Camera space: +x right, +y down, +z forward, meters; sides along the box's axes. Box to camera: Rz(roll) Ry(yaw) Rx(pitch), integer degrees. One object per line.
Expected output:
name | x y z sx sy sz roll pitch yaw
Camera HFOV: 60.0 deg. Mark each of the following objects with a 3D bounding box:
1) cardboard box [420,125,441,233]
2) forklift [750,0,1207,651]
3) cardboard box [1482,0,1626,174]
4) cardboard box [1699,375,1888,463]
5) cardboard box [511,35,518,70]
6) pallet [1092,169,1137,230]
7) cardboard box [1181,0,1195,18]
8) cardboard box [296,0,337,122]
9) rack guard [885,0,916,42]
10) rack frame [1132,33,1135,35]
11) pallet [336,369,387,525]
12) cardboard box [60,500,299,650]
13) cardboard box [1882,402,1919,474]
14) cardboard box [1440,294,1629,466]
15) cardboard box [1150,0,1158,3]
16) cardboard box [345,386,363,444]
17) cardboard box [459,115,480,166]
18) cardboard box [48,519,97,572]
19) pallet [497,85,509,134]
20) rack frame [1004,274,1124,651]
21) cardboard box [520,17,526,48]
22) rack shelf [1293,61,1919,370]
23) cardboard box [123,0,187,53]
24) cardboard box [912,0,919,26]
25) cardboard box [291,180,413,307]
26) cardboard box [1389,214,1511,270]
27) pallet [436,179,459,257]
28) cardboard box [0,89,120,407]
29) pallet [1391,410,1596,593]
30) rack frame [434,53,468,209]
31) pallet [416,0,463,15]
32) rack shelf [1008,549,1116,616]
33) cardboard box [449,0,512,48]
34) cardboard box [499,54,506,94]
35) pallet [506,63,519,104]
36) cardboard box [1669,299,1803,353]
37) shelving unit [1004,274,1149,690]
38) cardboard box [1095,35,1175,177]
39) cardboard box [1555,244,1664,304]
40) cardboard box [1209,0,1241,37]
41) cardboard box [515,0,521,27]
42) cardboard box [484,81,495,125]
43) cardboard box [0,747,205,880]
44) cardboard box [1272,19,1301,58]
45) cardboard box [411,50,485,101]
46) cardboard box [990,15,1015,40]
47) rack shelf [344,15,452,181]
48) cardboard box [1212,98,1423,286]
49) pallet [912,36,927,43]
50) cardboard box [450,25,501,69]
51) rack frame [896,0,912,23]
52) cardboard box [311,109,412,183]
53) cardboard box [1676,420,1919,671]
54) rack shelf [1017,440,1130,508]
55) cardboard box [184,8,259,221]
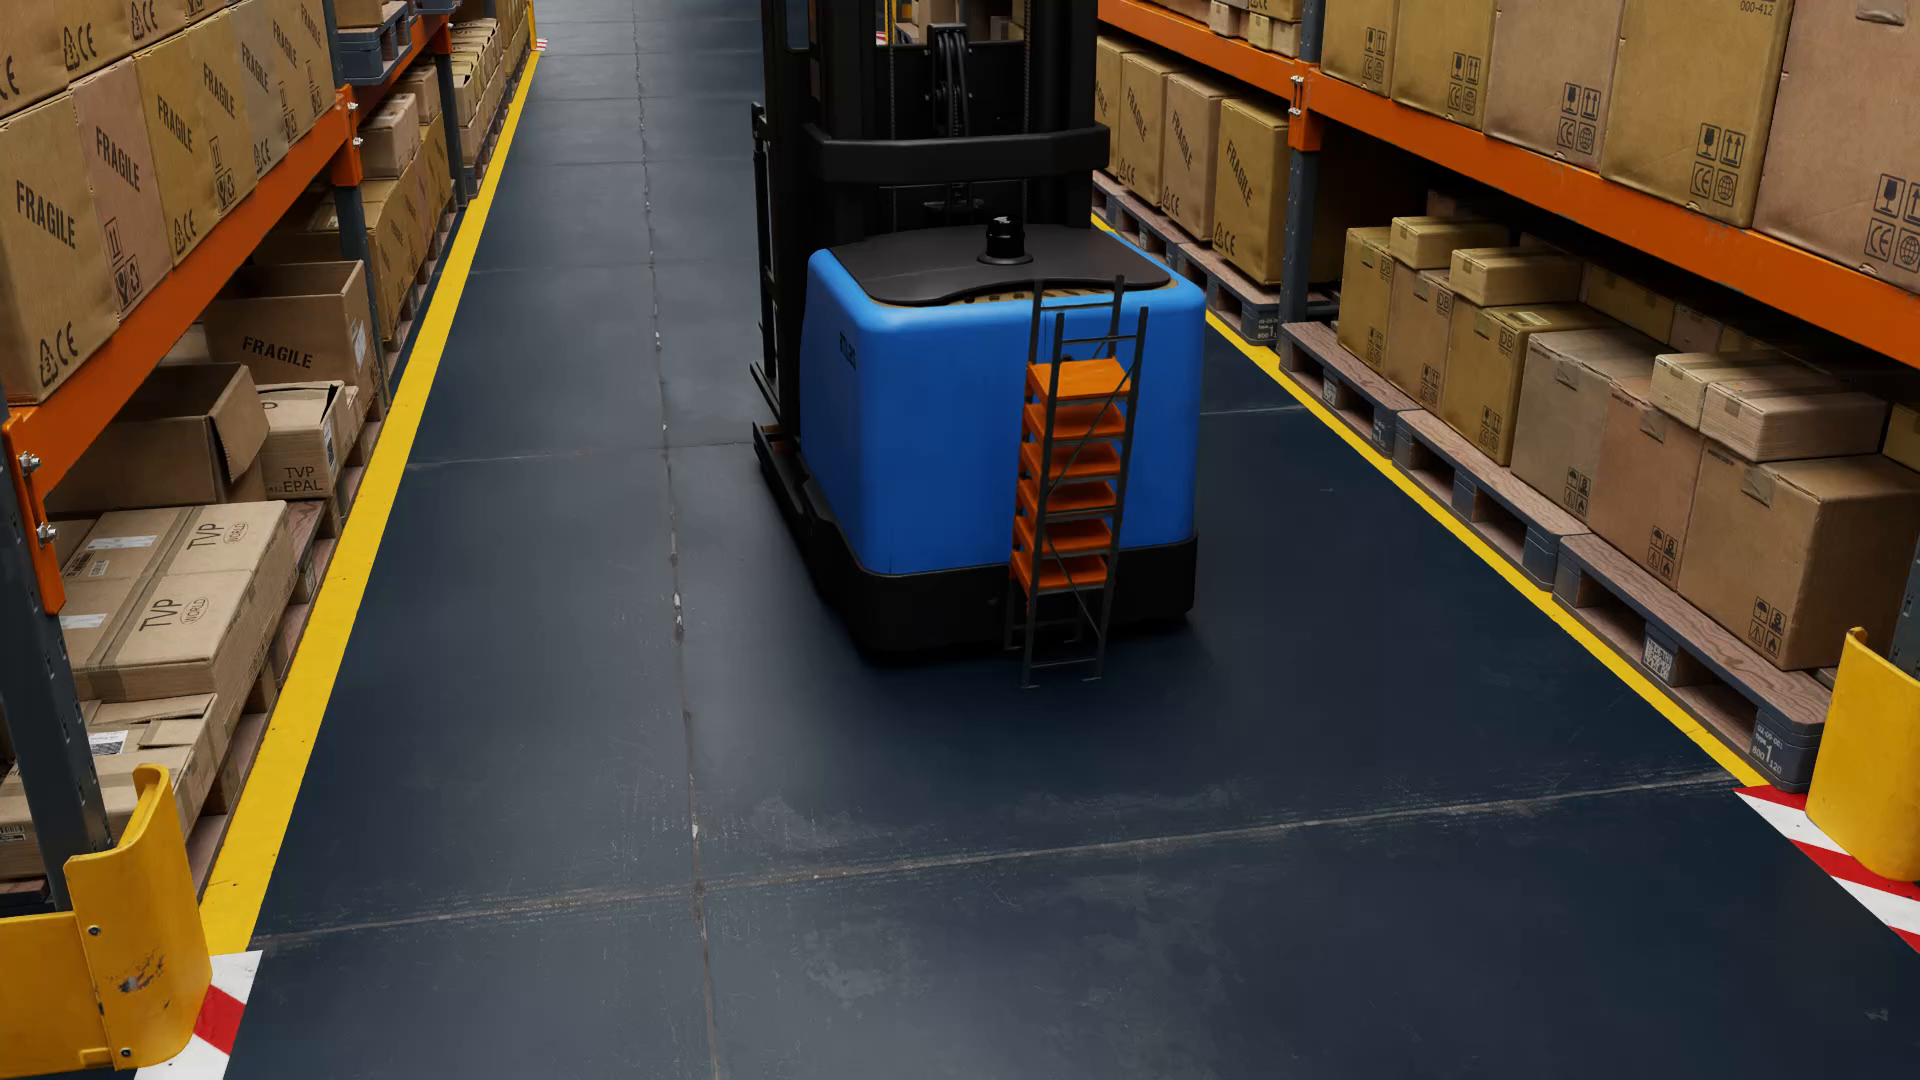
cardboard box | -3.138 -1.967 9.079 0.500 0.500 0.500 -5 24 -12
forklift | -0.166 -1.583 5.713 1.130 2.935 3.031 -6 24 -14
cardboard box | 2.328 -1.609 5.313 0.980 0.700 0.700 -5 24 -12
cardboard box | 2.280 -0.335 4.558 0.380 0.149 0.250 -5 24 -10
cardboard box | -4.252 -4.372 14.924 0.500 0.250 0.500 -4 24 -10
pallet | 1.302 -2.239 10.614 1.003 0.211 1.213 -4 24 -10
cardboard box | 1.400 -2.874 8.871 0.380 0.149 0.250 -4 24 -8
cardboard box | -2.553 -1.760 5.906 0.500 0.500 0.500 -4 24 -9
rack guard | -0.234 -5.804 18.415 1.175 0.500 0.348 -4 24 -10
rack frame | 1.231 -3.833 10.778 1.000 3.000 0.127 -4 24 -10
pallet | -2.771 -0.343 6.273 1.003 0.211 1.213 -4 24 -10
cardboard box | -2.164 0.112 4.631 0.500 0.250 0.500 -4 24 -10
cardboard box | 2.702 -0.264 4.395 0.380 0.149 0.250 -4 24 -9
cardboard box | 2.190 -0.605 5.986 0.700 0.500 0.500 -4 24 -9
cardboard box | 1.292 -3.178 9.569 0.380 0.149 0.250 -4 24 -9
cardboard box | -2.385 -0.440 6.023 0.380 0.149 0.250 -4 24 -10
cardboard box | -3.445 -2.625 10.923 0.500 0.250 0.500 -4 24 -10
cardboard box | -2.646 0.169 4.501 0.500 0.250 0.500 -4 24 -10
pallet | -4.202 -3.473 13.439 1.003 0.211 1.213 -4 24 -10
rack frame | 0.276 -0.179 4.597 0.240 1.200 0.006 -6 36 -14
cardboard box | -4.528 -4.963 16.275 0.500 0.250 0.500 -4 24 -10
rack shelf | 2.340 -1.143 5.519 1.077 0.370 4.000 -4 24 -10
cardboard box | -2.172 -1.418 3.876 0.500 0.500 0.500 -4 24 -9
cardboard box | -0.209 -5.670 17.795 0.500 0.311 0.500 -7 25 -16
cardboard box | -2.857 -1.365 7.701 0.500 0.500 0.500 -4 24 -9
cardboard box | 1.892 -1.154 6.432 0.380 0.149 0.250 -4 24 -8
pallet | -3.536 -1.890 9.815 1.003 0.211 1.213 -4 24 -10
cardboard box | -1.980 -0.558 3.155 0.500 0.500 0.500 -4 24 -9
pallet | 2.263 -0.196 5.935 1.003 0.211 1.213 -4 24 -10
rack frame | -3.637 -3.465 9.935 1.000 3.000 0.127 -4 24 -10
pallet | -3.442 -3.115 9.375 1.213 0.211 1.003 -4 24 -10
rack shelf | 0.285 0.105 4.687 0.258 0.103 0.180 -6 36 -14
cardboard box | -4.155 -4.520 14.325 0.500 0.500 0.500 -4 24 -10
cardboard box | -4.015 -3.829 13.680 0.500 0.250 0.500 -5 24 -10
pallet | -4.482 -4.076 14.819 1.003 0.211 1.213 -4 24 -10
cardboard box | 2.514 -0.662 5.305 0.380 0.149 0.250 -4 24 -9
shelving unit | 0.299 -0.128 4.525 0.258 1.200 0.189 -6 36 -14
cardboard box | 1.238 -2.741 10.440 0.750 0.750 0.750 -5 24 -10
cardboard box | 2.371 -0.964 5.997 0.380 0.149 0.250 -4 24 -9
cardboard box | 1.450 -2.568 8.171 0.380 0.149 0.250 -4 24 -10
cardboard box | -4.434 -5.110 15.675 0.500 0.500 0.500 -4 24 -10
cardboard box | -3.735 -3.228 12.305 0.500 0.250 0.500 -4 24 -9
cardboard box | -1.897 0.597 3.648 0.380 0.149 0.250 -4 24 -10
cardboard box | 1.630 -2.266 7.479 0.380 0.149 0.250 -4 24 -9
cardboard box | -3.643 -3.289 11.742 0.500 0.311 0.500 -5 24 -11
cardboard box | 0.644 -4.174 14.133 0.700 0.500 0.500 -3 24 -8
rack shelf | -3.267 -2.348 8.278 1.077 0.370 4.000 -4 24 -10
cardboard box | 1.722 -1.713 8.085 0.750 0.750 0.750 -4 24 -9
pallet | 0.103 -4.871 16.639 1.003 0.211 1.213 -4 24 -10
cardboard box | -3.917 -3.885 13.108 0.500 0.311 0.500 -4 24 -8
rack frame | -0.249 -6.980 17.983 1.000 3.000 0.127 -4 24 -10
cardboard box | -2.932 -1.893 7.973 0.500 0.250 0.500 -4 24 -10
cardboard box | 2.482 -0.001 4.603 0.700 0.500 0.500 -4 24 -10
rack shelf | 0.303 -0.190 4.482 0.258 0.103 0.180 -6 36 -14
cardboard box | -2.262 -1.155 4.522 0.500 0.500 0.500 -4 24 -9
